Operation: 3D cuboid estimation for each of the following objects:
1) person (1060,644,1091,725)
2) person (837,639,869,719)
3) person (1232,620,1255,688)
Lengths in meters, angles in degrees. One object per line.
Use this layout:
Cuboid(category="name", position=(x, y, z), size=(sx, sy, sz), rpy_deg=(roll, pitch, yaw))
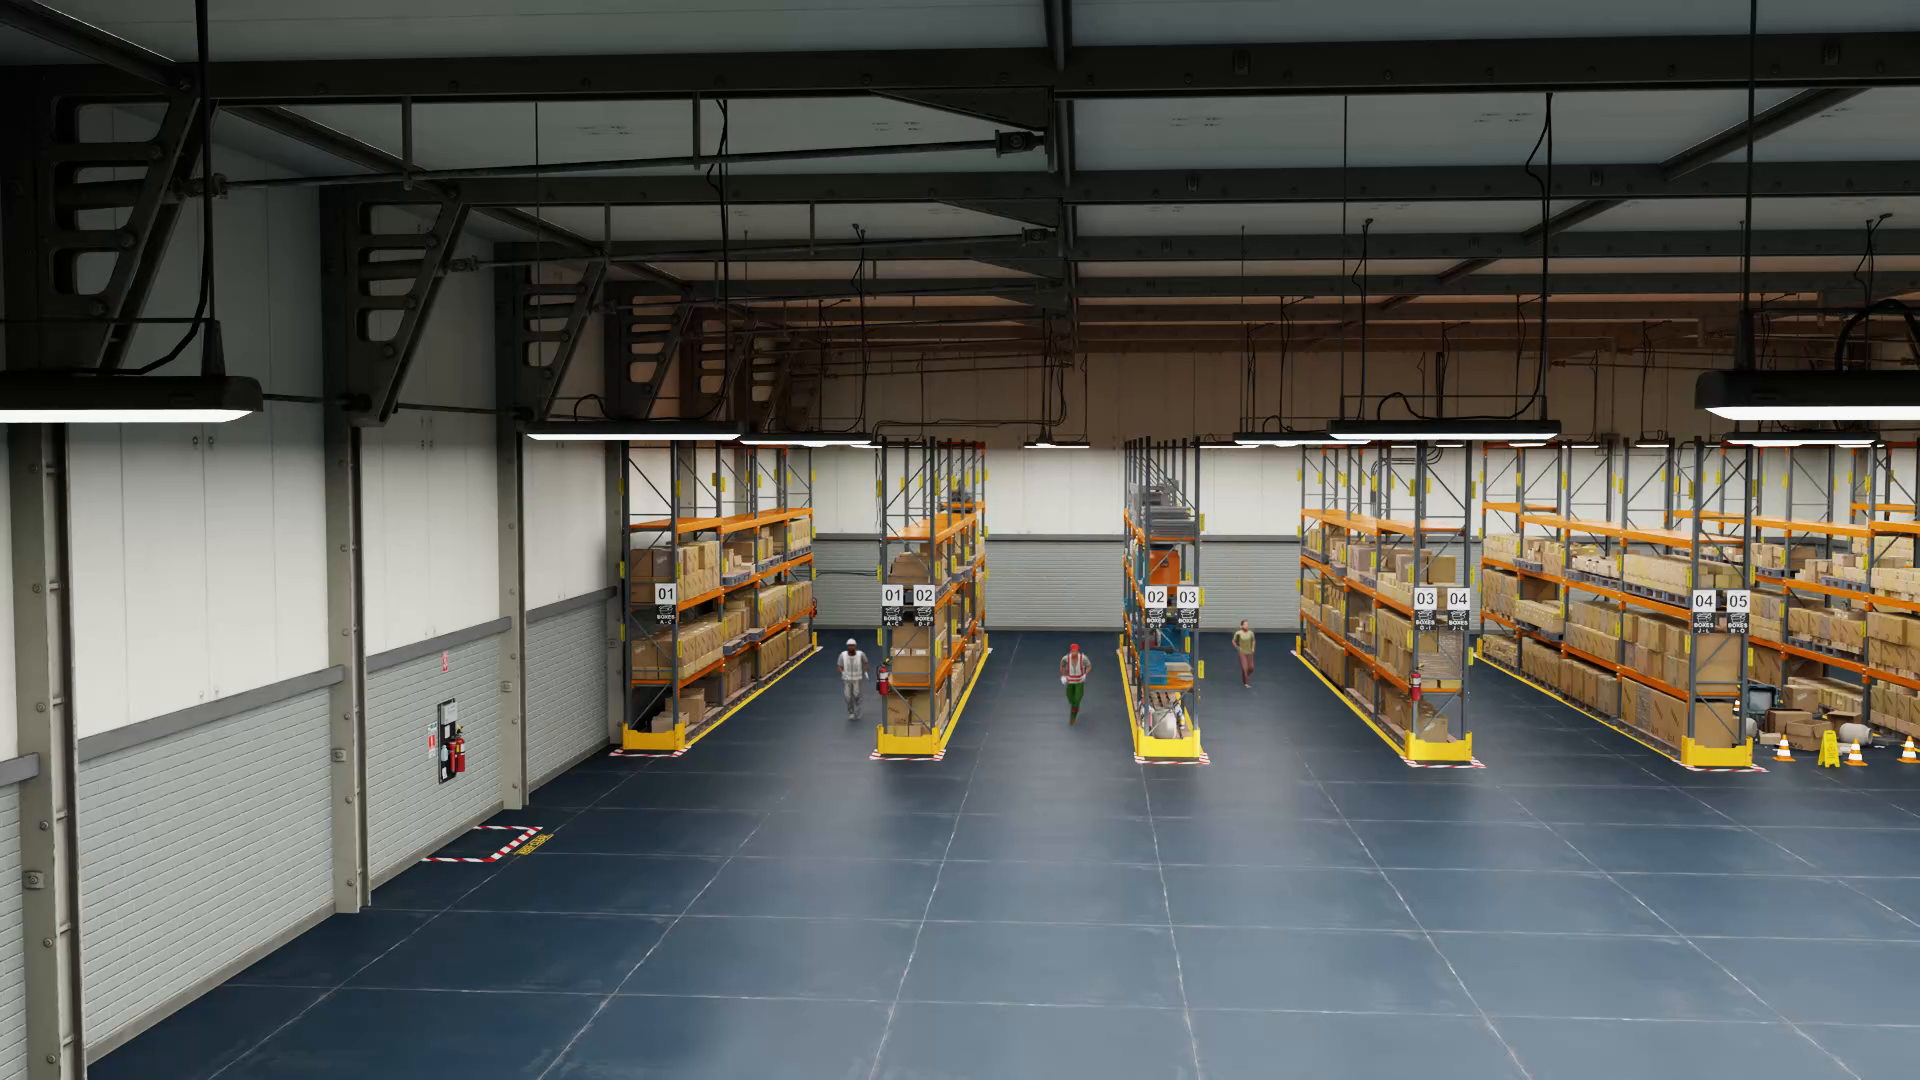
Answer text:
Cuboid(category="person", position=(2.439, 3.013, 35.047), size=(0.657, 1.720, 0.895), rpy_deg=(0, 3, 4))
Cuboid(category="person", position=(-2.274, 2.960, 35.244), size=(0.677, 1.731, 0.671), rpy_deg=(0, 3, 1))
Cuboid(category="person", position=(6.890, 2.753, 40.356), size=(0.600, 1.637, 0.536), rpy_deg=(0, 3, -6))
